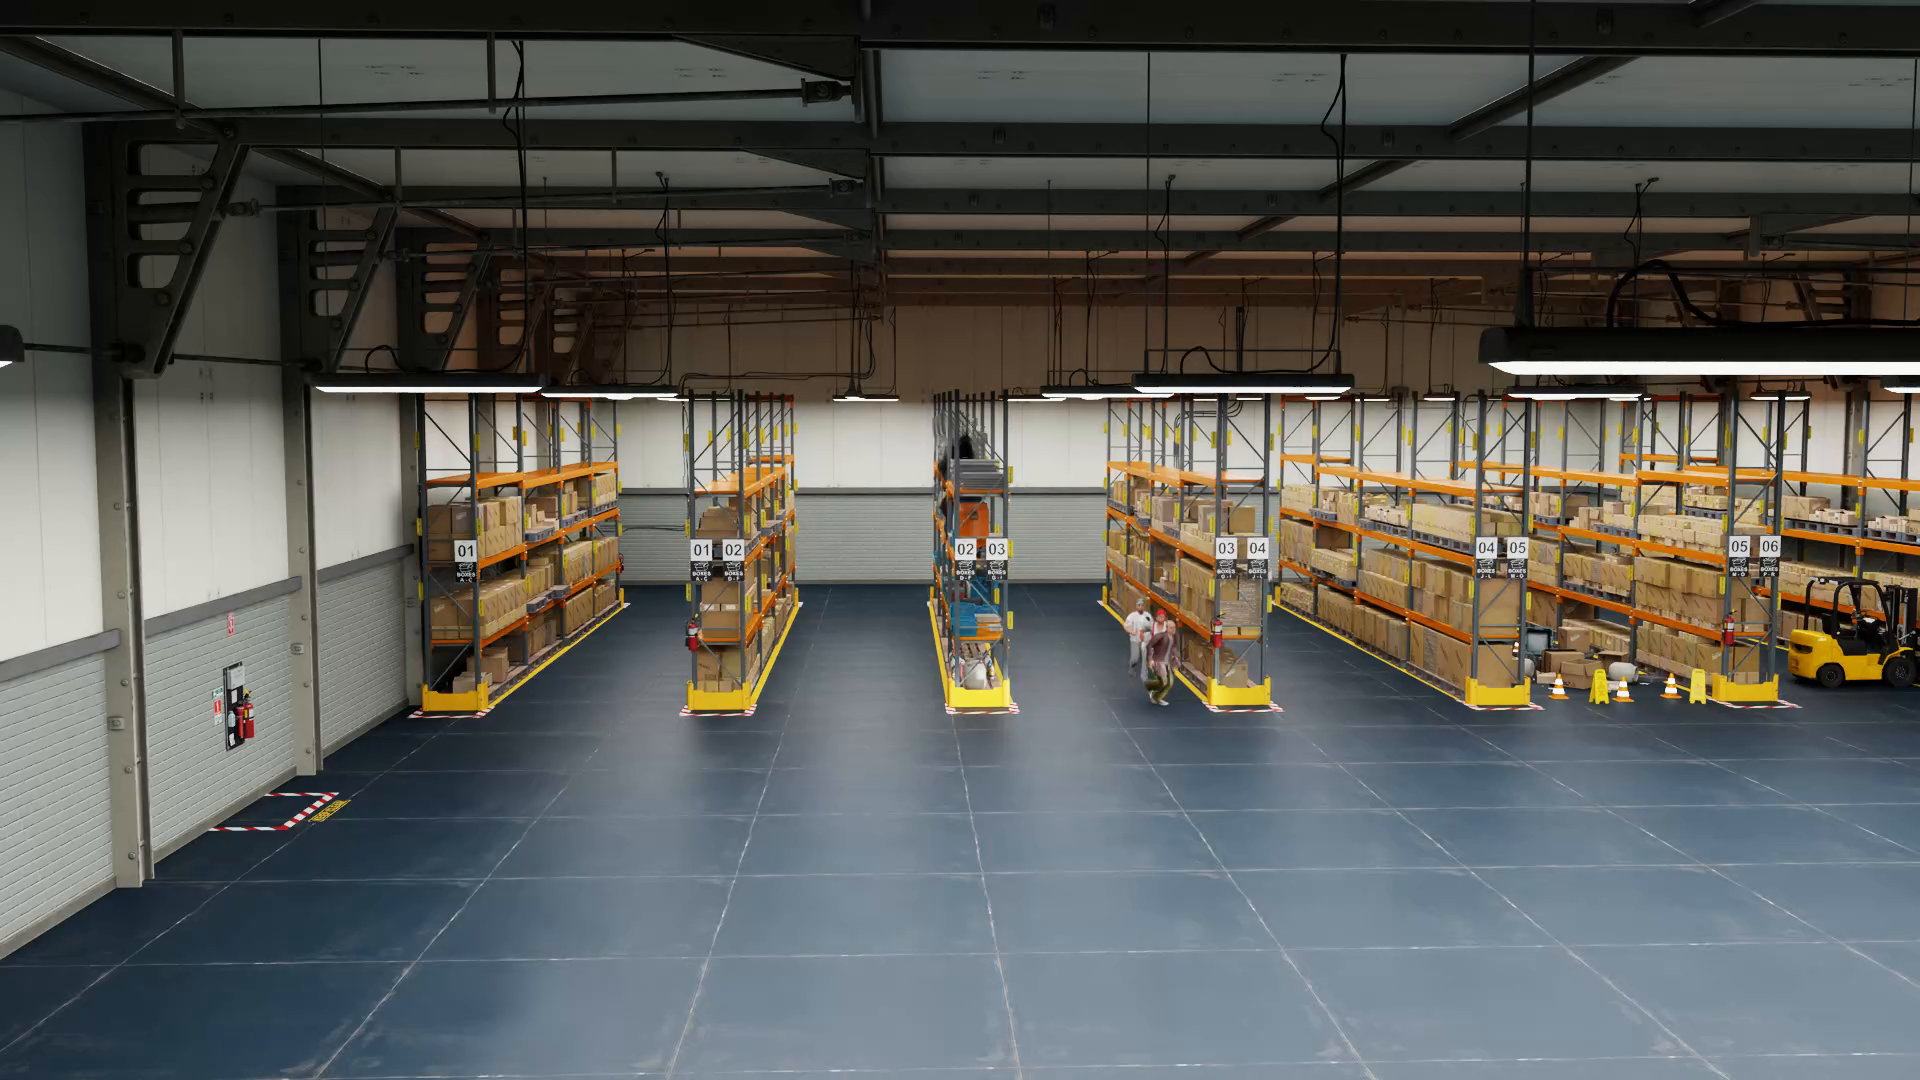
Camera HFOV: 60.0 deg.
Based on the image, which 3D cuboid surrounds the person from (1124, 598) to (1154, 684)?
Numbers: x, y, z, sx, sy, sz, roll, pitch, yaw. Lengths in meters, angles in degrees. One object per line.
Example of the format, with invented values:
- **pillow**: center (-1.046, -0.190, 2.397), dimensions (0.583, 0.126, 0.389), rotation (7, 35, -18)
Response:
- **person**: center (3.717, 2.061, 34.206), dimensions (0.674, 1.738, 0.782), rotation (-1, 5, -6)

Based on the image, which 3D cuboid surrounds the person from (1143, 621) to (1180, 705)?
- **person**: center (3.809, 2.326, 31.625), dimensions (0.709, 1.640, 0.782), rotation (-3, 6, -36)

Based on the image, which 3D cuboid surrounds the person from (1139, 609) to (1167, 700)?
- **person**: center (3.826, 2.245, 32.178), dimensions (0.654, 1.852, 0.791), rotation (-1, 5, -9)

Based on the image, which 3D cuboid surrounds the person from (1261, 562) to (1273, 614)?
- **person**: center (8.117, 1.205, 44.766), dimensions (0.690, 1.733, 0.714), rotation (0, 5, -5)
